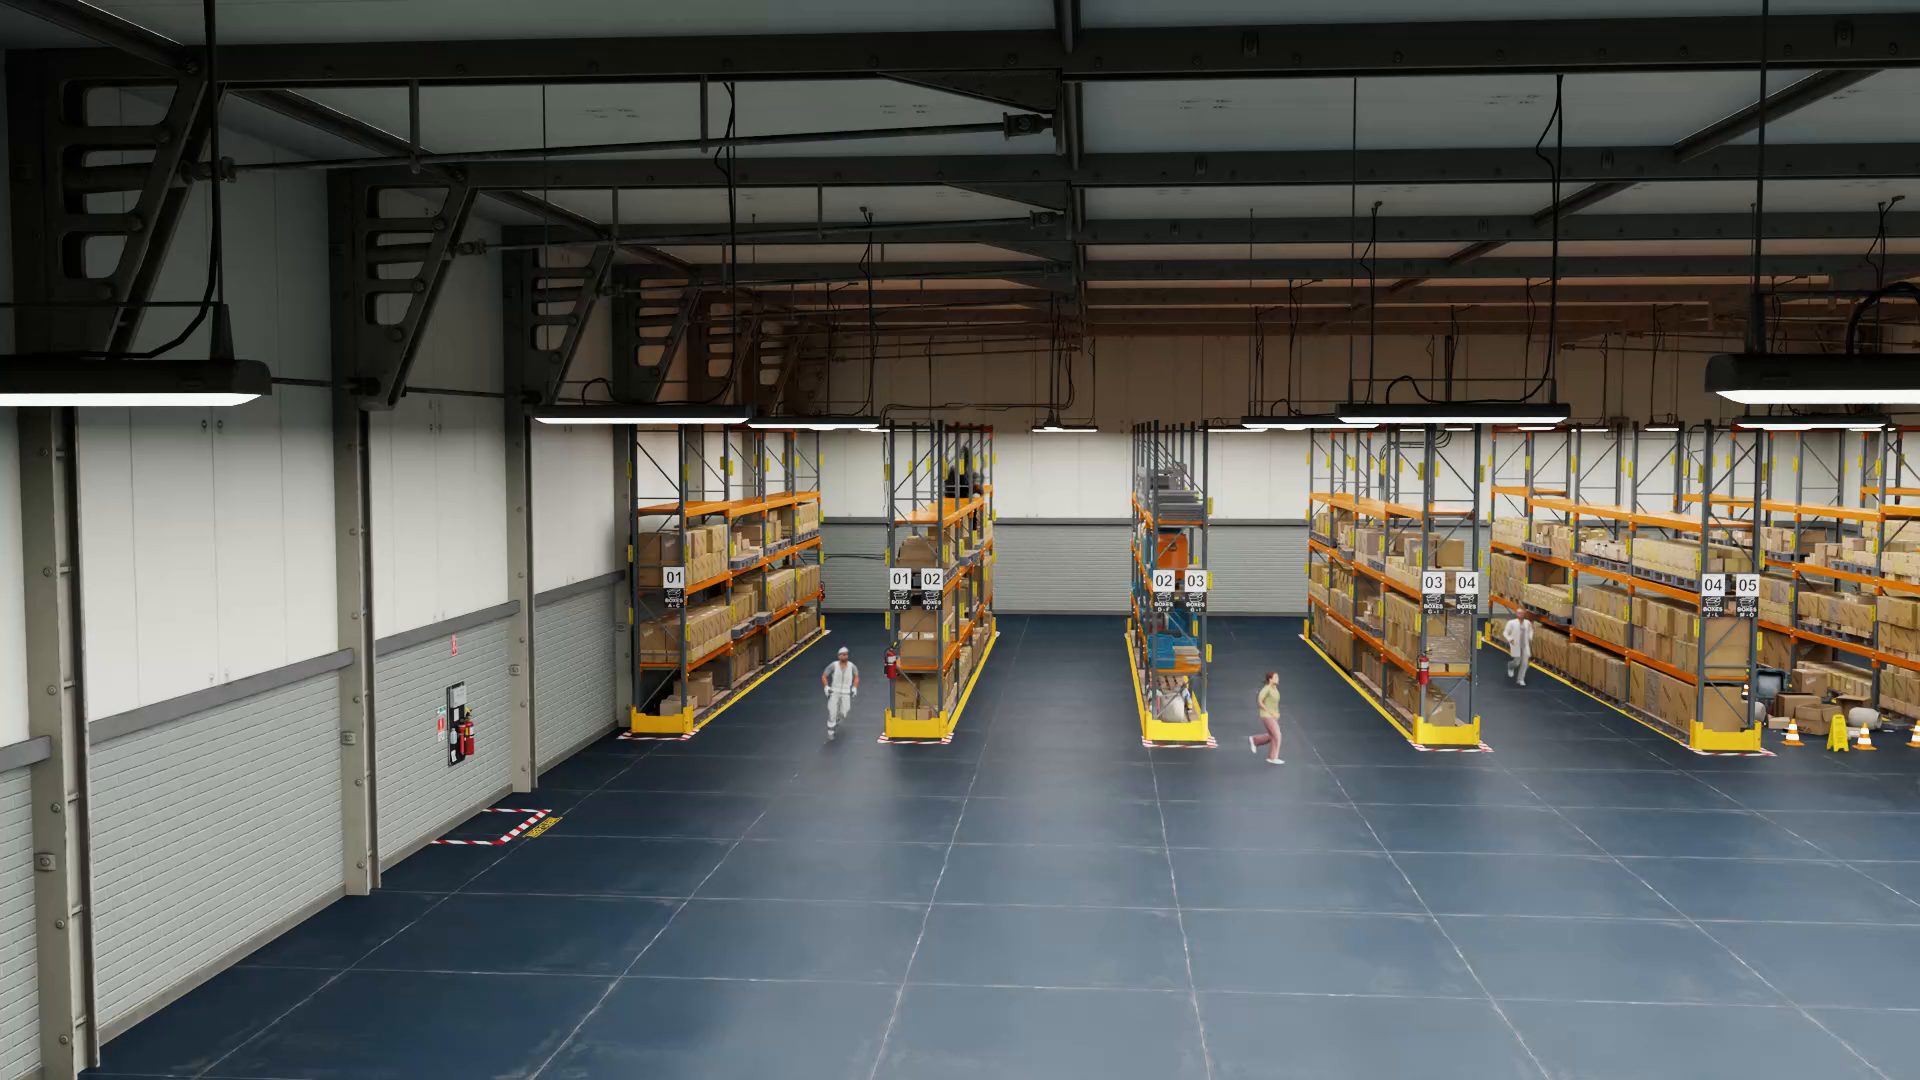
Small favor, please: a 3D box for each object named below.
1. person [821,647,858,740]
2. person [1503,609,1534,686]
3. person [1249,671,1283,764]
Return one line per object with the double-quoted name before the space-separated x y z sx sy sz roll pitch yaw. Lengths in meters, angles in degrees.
"person" -2.249 2.888 31.346 0.714 1.732 0.562 -1 4 -11
"person" 12.839 2.442 38.155 0.708 1.740 0.789 0 4 -2
"person" 5.347 3.084 29.073 0.657 1.629 0.598 3 4 37
